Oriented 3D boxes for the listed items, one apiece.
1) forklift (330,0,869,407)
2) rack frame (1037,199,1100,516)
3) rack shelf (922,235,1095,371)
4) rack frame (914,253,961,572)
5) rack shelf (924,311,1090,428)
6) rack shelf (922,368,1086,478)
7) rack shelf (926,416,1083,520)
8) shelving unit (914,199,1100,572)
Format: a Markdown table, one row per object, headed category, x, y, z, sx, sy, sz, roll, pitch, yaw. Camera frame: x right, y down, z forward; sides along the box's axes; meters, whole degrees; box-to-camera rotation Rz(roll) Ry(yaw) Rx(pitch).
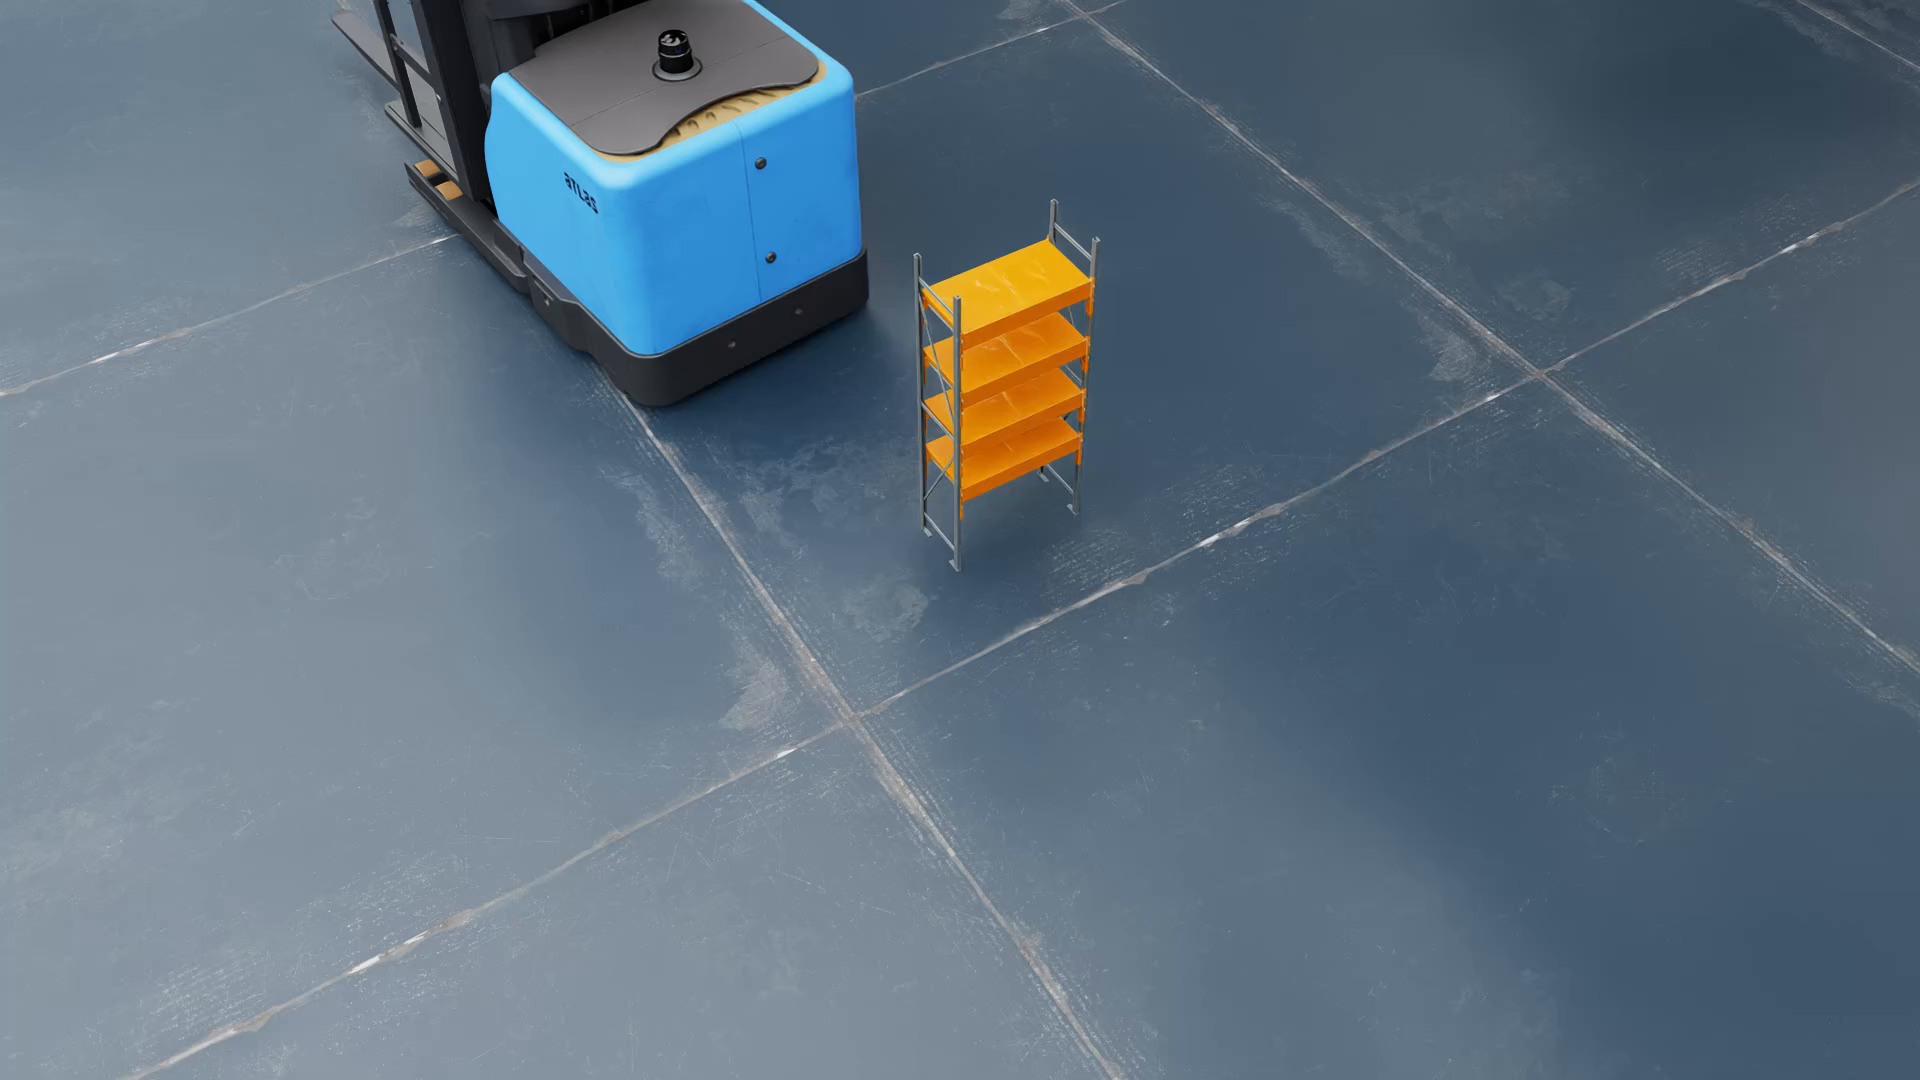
| category | x | y | z | sx | sy | sz | roll | pitch | yaw |
| --- | --- | --- | --- | --- | --- | --- | --- | --- | --- |
| forklift | -1.669 | -2.509 | 6.022 | 1.130 | 2.935 | 3.031 | -31 | 55 | -25 |
| rack frame | 0.346 | -0.562 | 5.447 | 0.015 | 1.200 | 0.240 | -25 | 53 | -21 |
| rack shelf | 0.140 | -0.726 | 5.067 | 0.480 | 0.148 | 0.258 | -25 | 53 | -21 |
| rack frame | -0.066 | -0.368 | 5.274 | 0.015 | 1.200 | 0.240 | -25 | 53 | -21 |
| rack shelf | 0.140 | -0.569 | 5.244 | 0.480 | 0.148 | 0.258 | -25 | 53 | -21 |
| rack shelf | 0.140 | -0.420 | 5.411 | 0.480 | 0.148 | 0.258 | -25 | 53 | -21 |
| rack shelf | 0.140 | -0.288 | 5.559 | 0.480 | 0.148 | 0.258 | -25 | 53 | -21 |
| shelving unit | 0.140 | -0.465 | 5.361 | 0.503 | 1.200 | 0.258 | -25 | 53 | -21 |
